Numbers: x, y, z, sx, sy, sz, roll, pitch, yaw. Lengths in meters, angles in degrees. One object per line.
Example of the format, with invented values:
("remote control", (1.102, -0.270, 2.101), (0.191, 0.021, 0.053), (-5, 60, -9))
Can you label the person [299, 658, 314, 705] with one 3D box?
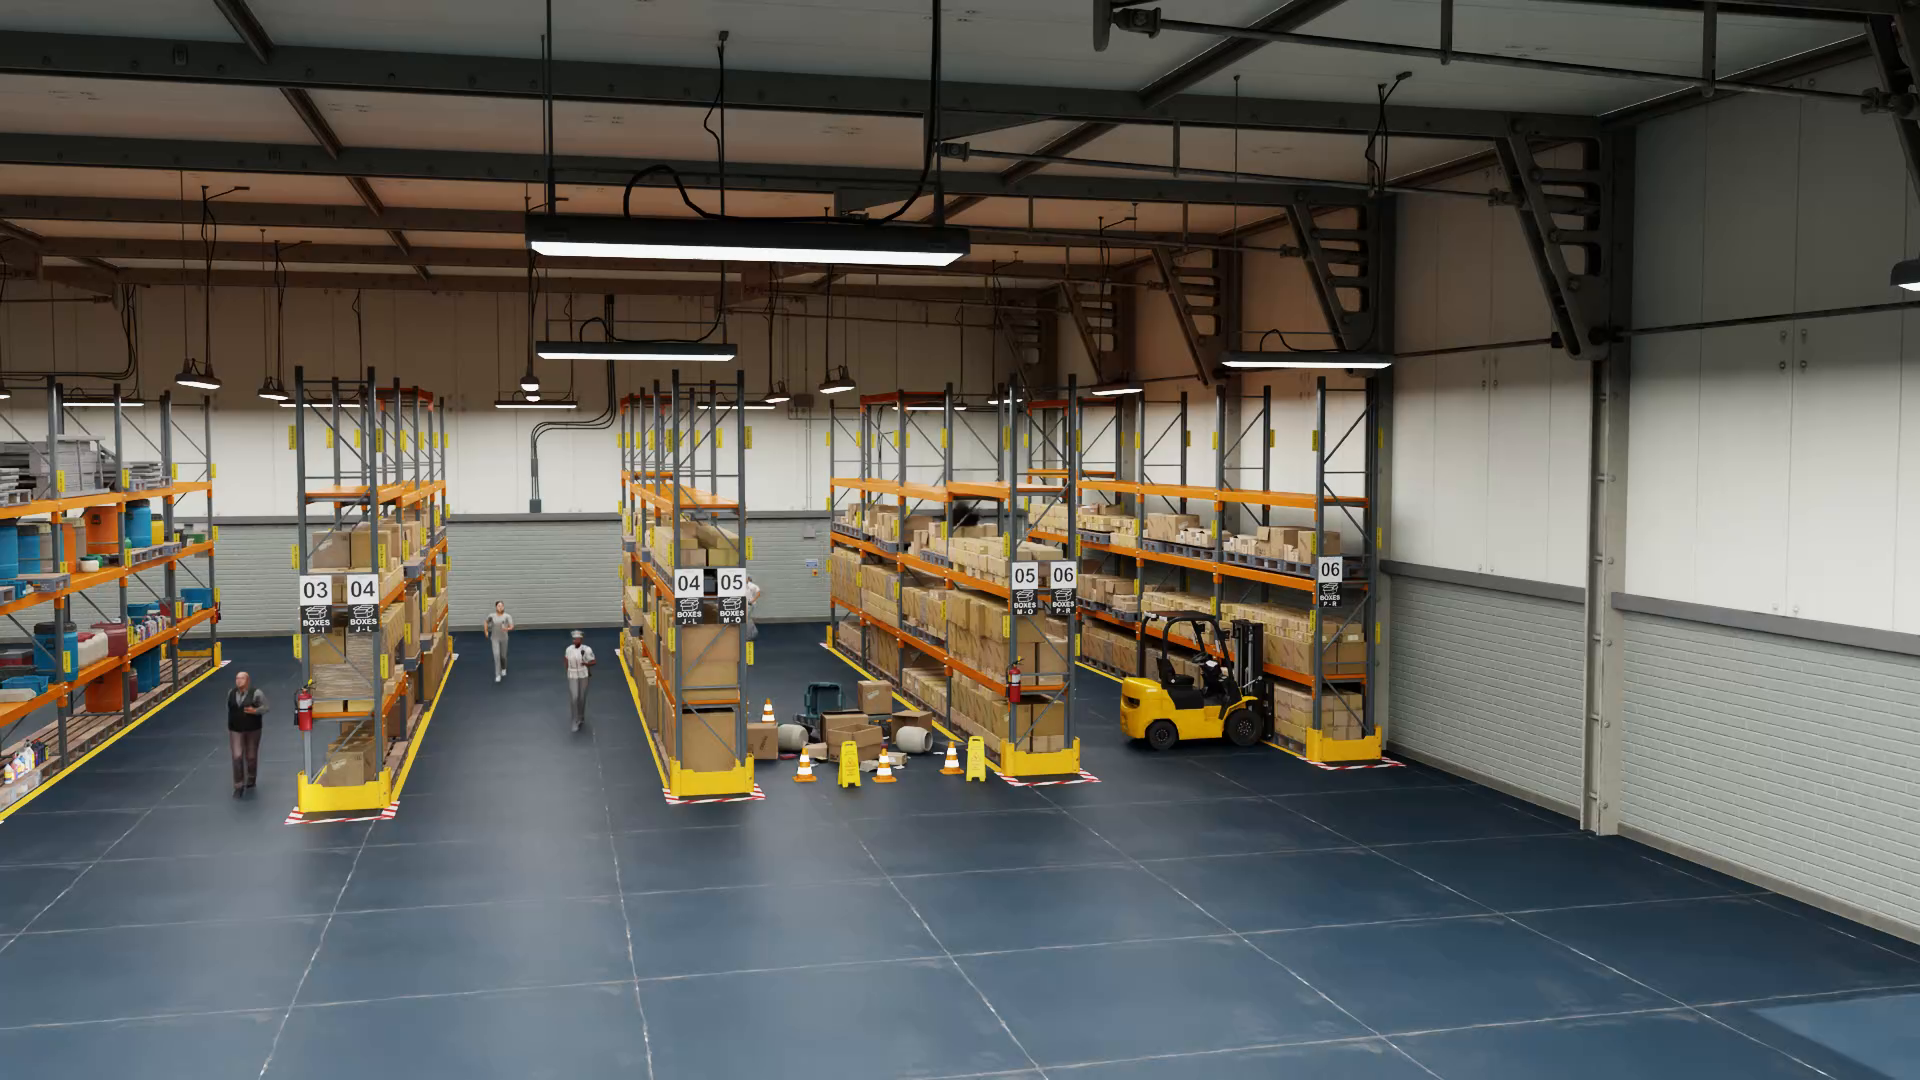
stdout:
("person", (-12.339, 2.352, 31.548), (0.541, 1.571, 0.634), (-1, 4, -18))

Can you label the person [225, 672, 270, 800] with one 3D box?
("person", (-10.098, 2.745, 23.567), (0.630, 1.785, 0.789), (-1, 4, -14))

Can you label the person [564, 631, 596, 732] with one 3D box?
("person", (-6.618, 2.435, 28.986), (0.553, 1.753, 0.782), (-1, 3, -10))

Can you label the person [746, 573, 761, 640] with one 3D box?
("person", (-5.350, 1.692, 41.751), (0.691, 1.715, 0.587), (-2, 4, -34))

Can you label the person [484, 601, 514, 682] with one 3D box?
("person", (-9.596, 2.082, 34.642), (0.587, 1.632, 1.042), (-1, 4, -17))
